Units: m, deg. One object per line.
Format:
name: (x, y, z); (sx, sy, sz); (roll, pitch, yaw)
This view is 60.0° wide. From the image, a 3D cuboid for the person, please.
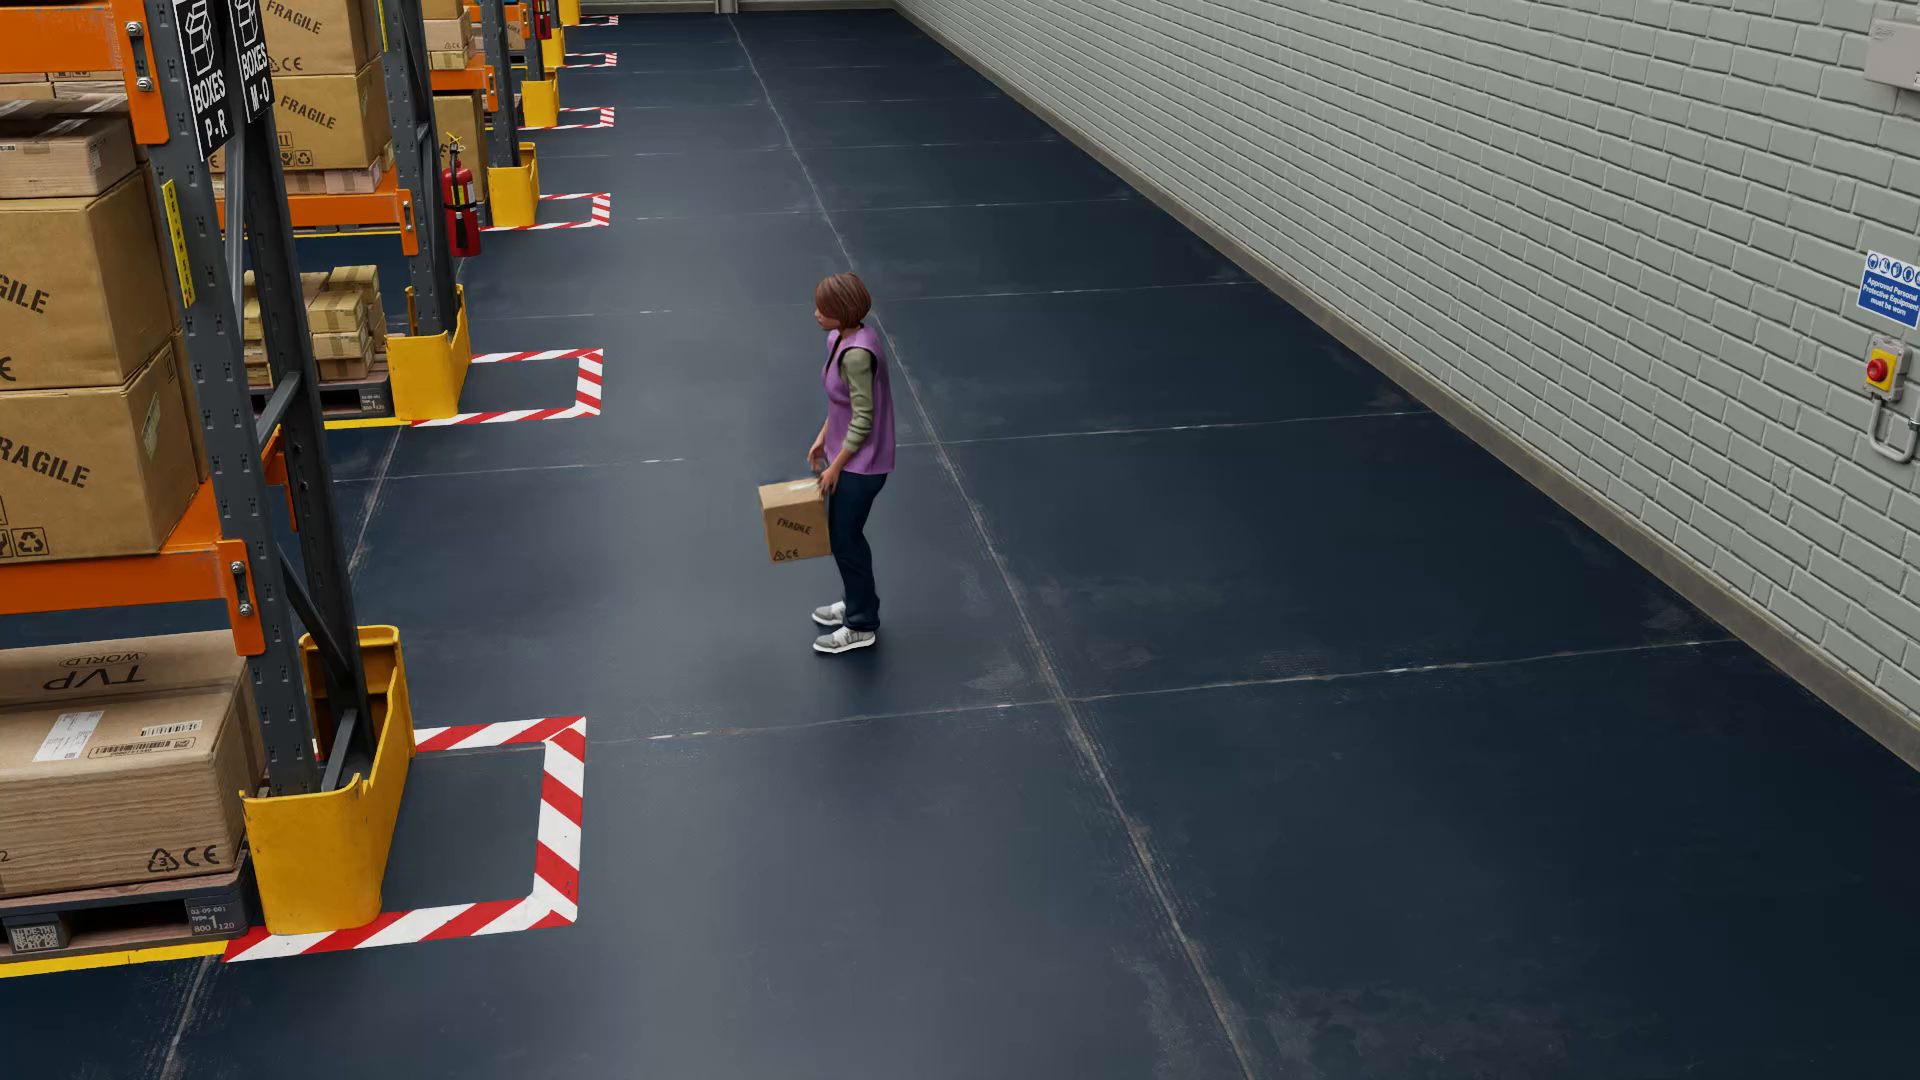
person: (-0.459, -0.285, 6.836); (0.371, 1.534, 0.448); (-5, 24, -11)
